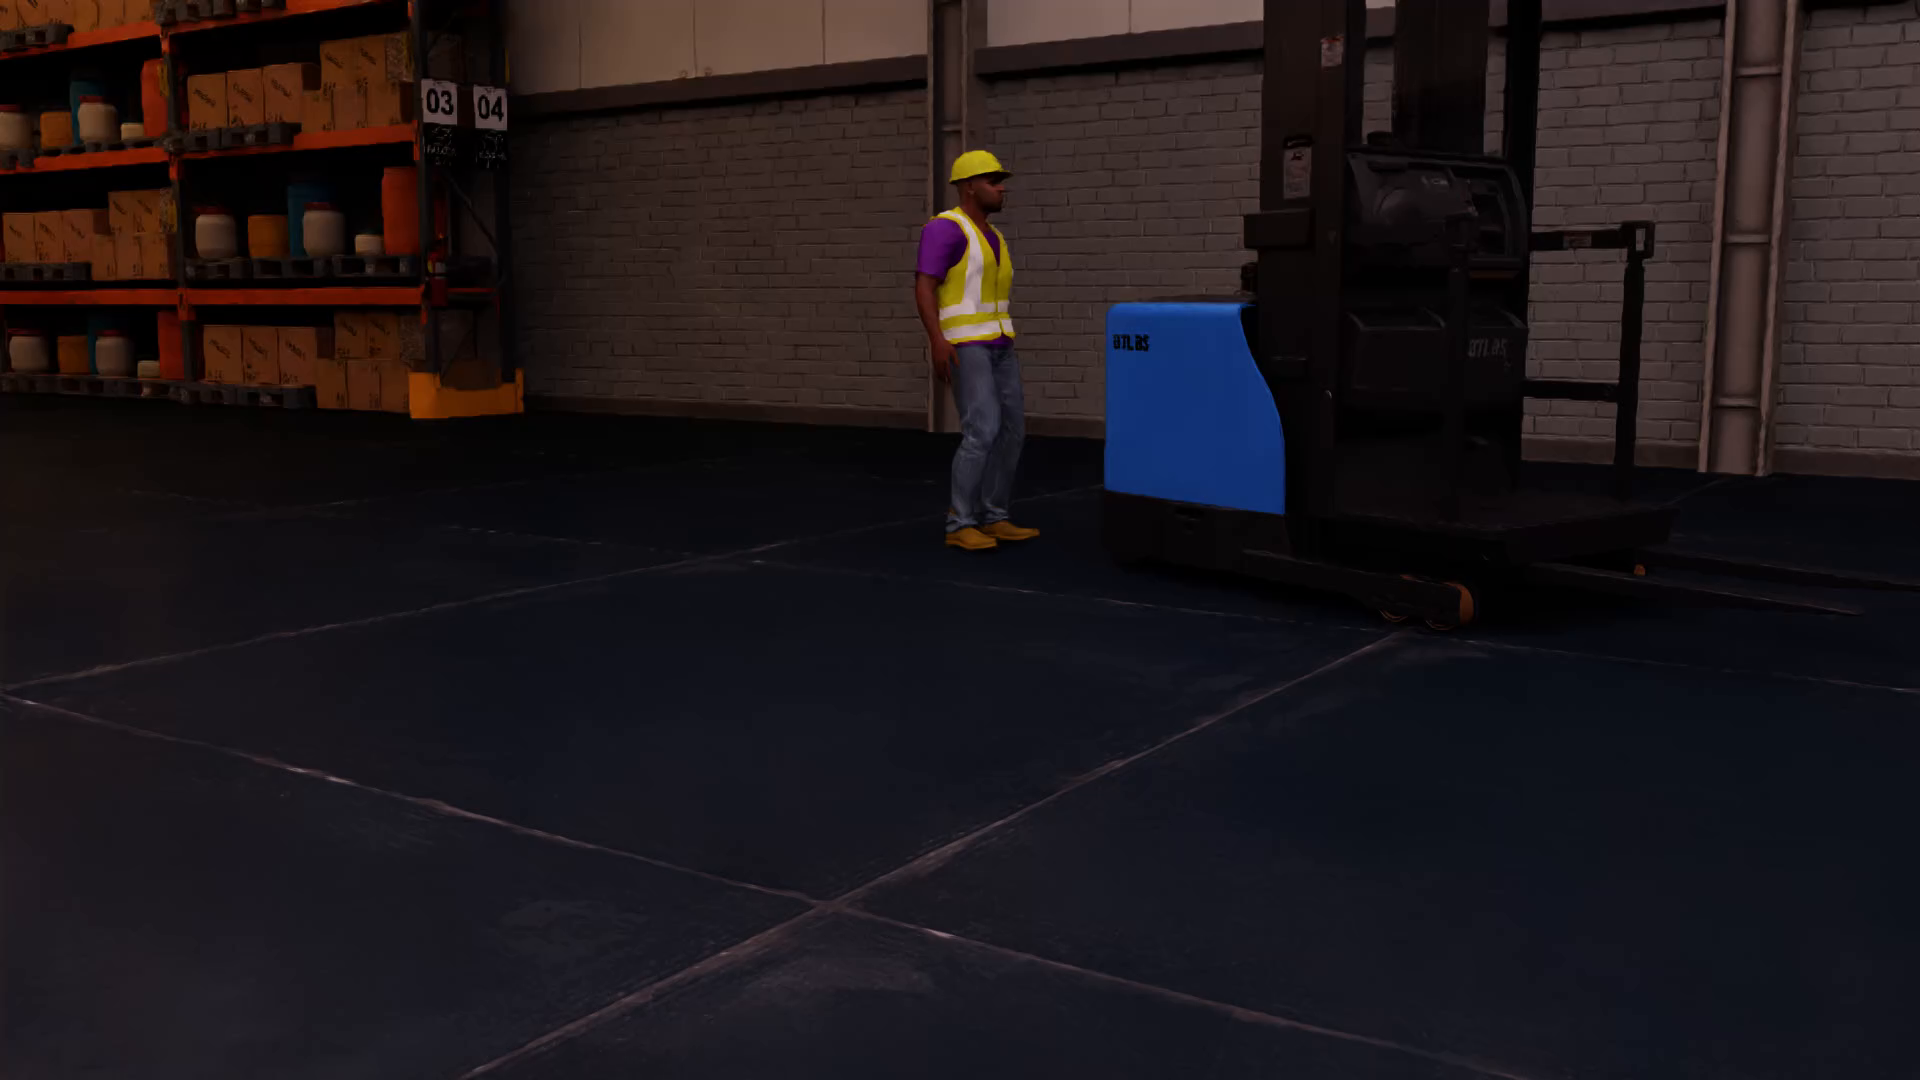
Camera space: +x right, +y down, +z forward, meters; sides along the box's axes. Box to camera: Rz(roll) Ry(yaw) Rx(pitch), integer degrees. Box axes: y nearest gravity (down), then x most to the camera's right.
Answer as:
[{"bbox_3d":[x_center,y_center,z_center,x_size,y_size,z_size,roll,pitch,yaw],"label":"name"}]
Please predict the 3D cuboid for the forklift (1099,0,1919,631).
[{"bbox_3d":[1.851,-1.226,5.817,1.130,2.935,3.031,-6,10,-36],"label":"forklift"}]

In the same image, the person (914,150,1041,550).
[{"bbox_3d":[0.116,-0.856,7.445,0.511,1.753,0.716,5,9,30],"label":"person"}]
